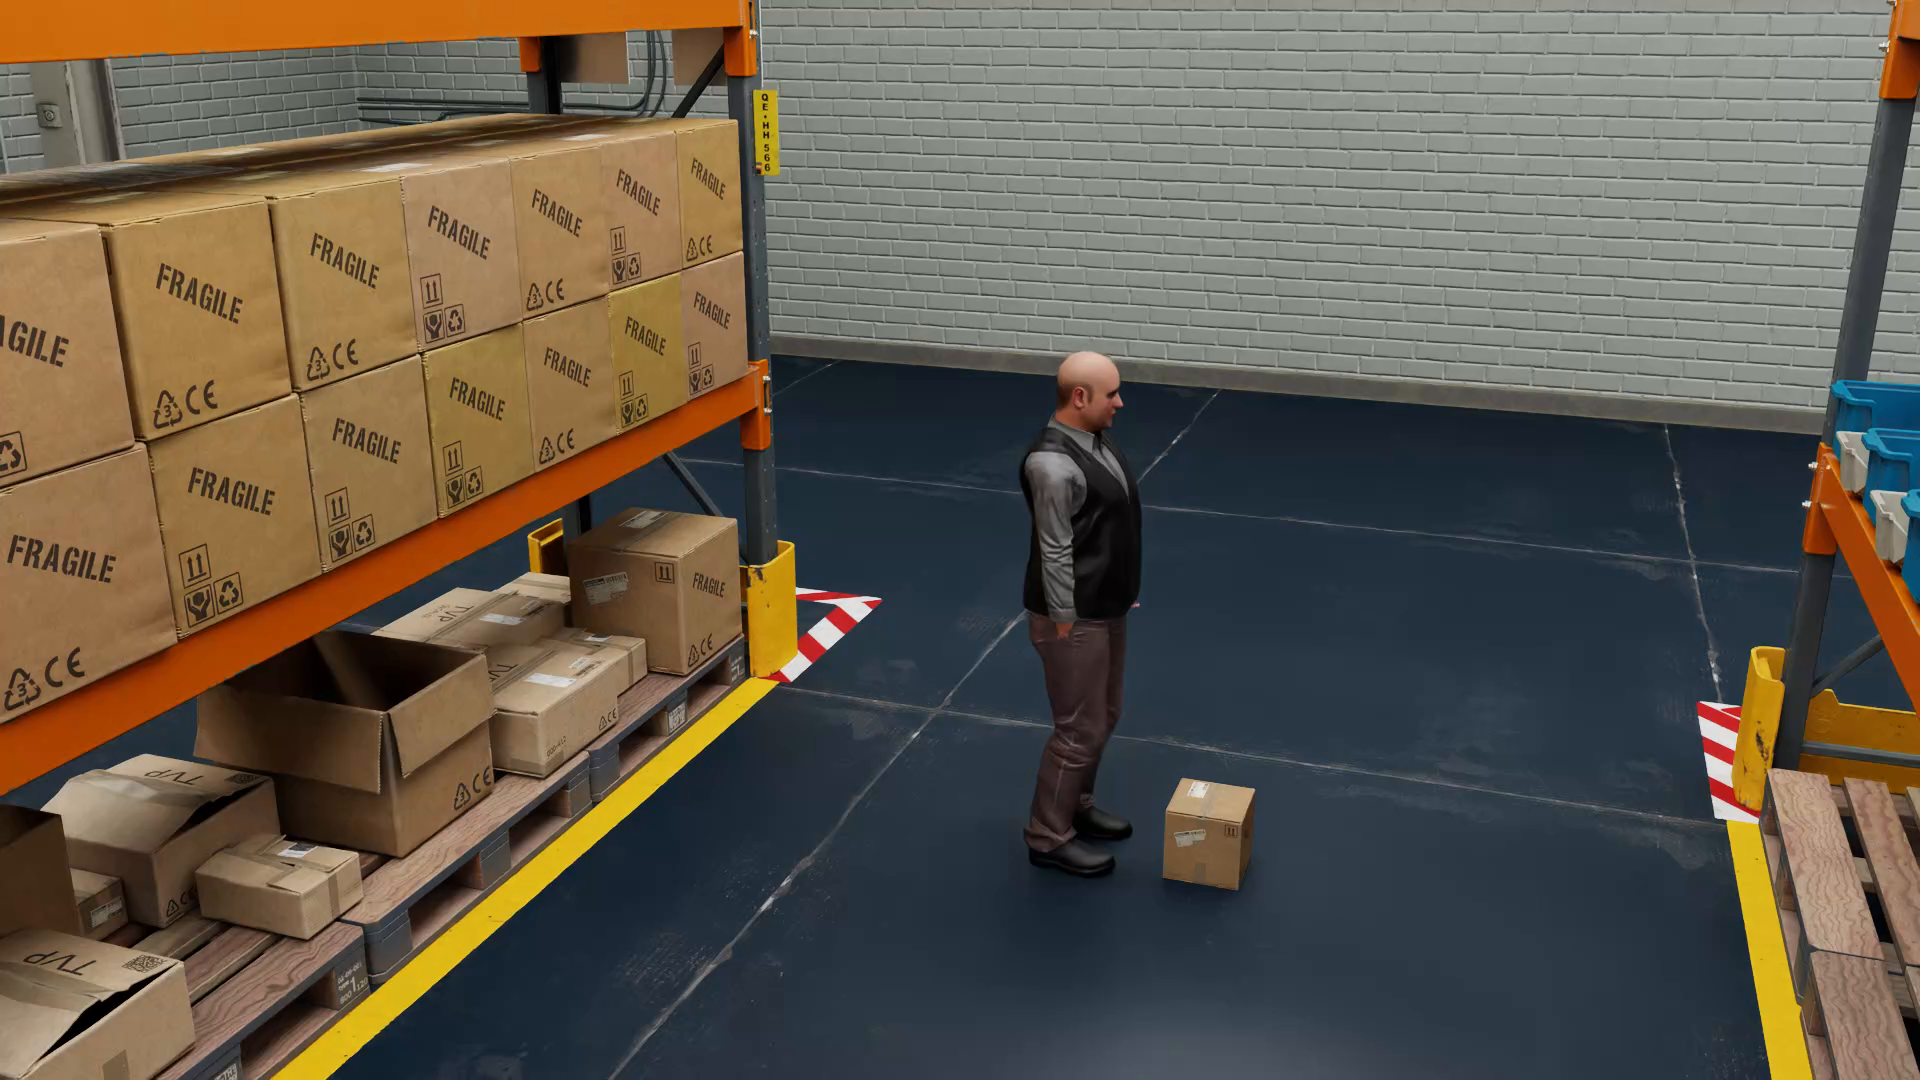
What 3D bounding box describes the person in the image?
[{"bbox_3d":[0.401,0.229,5.435,0.358,1.714,0.533,7,20,19],"label":"person"}]
